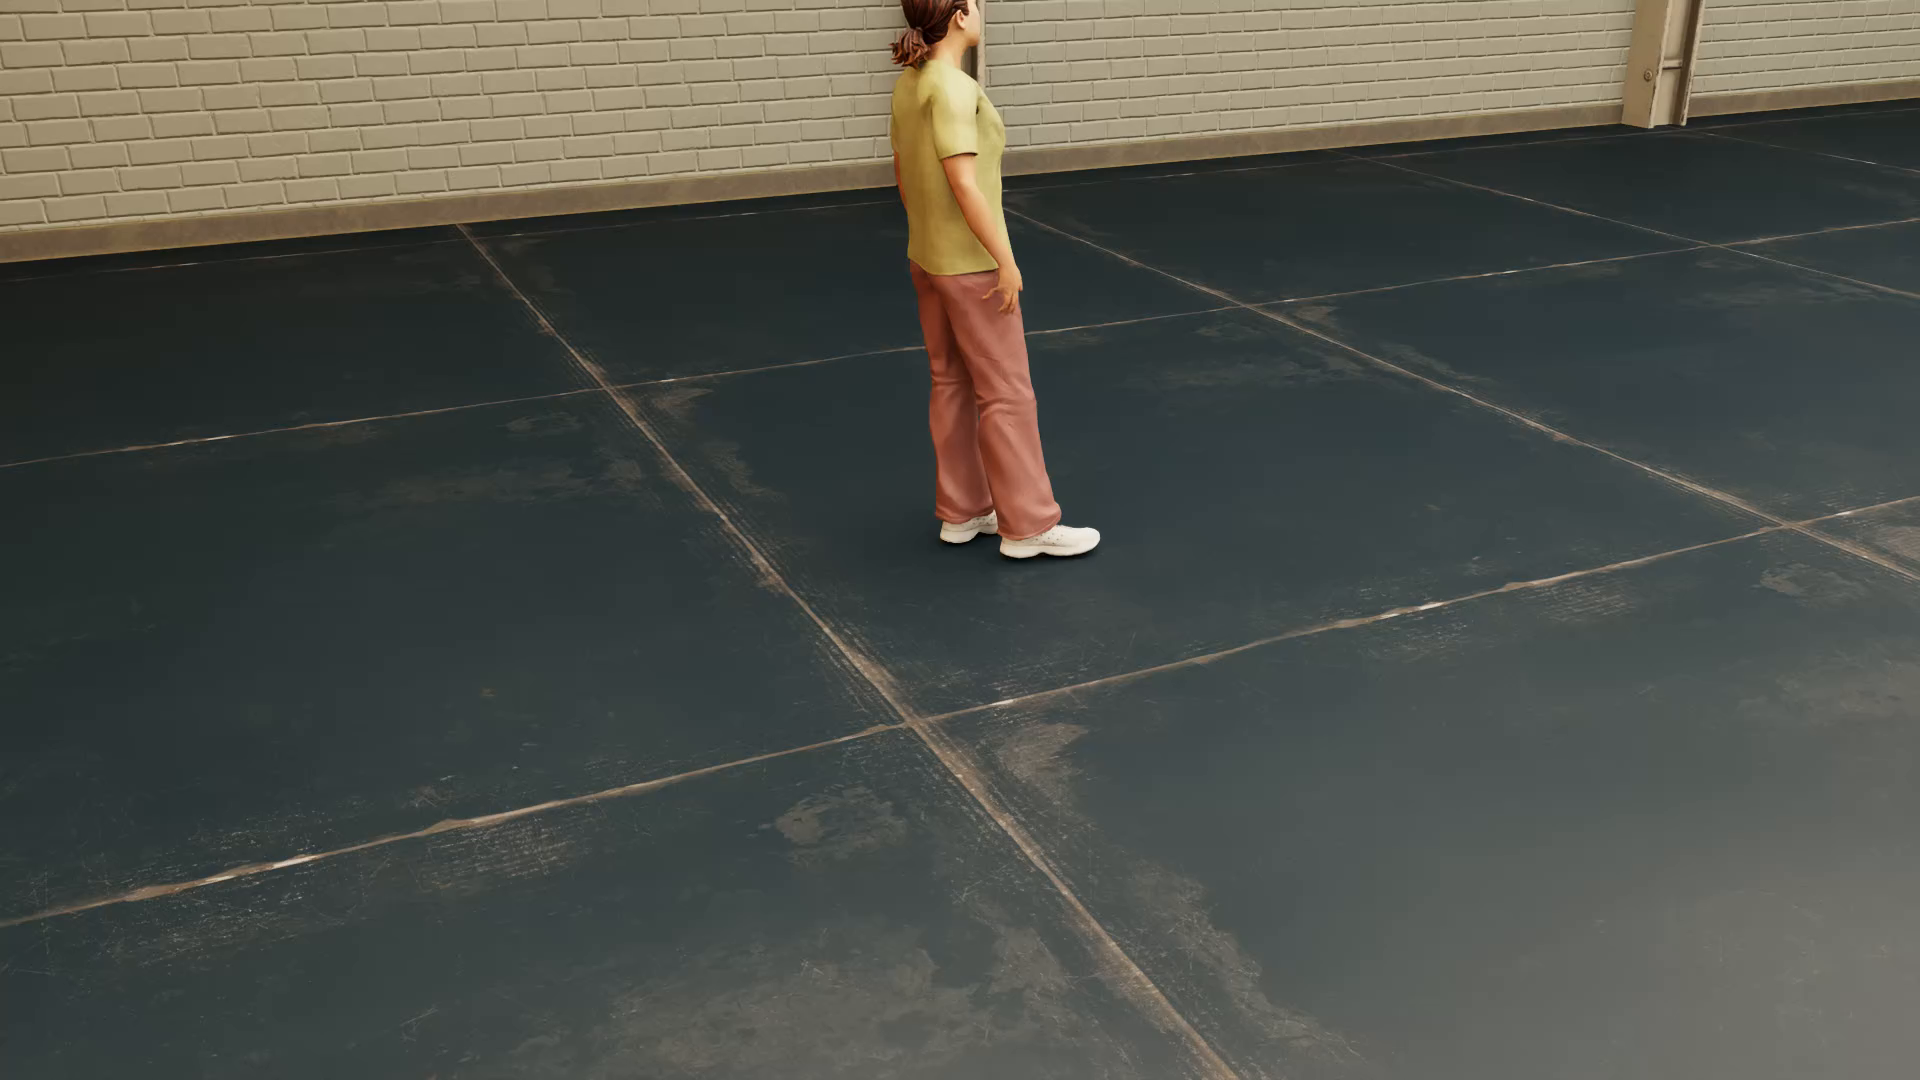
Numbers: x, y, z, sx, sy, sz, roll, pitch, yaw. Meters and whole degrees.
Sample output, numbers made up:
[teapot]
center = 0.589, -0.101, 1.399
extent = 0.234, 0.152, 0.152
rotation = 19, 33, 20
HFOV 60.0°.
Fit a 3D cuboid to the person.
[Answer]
[person]
center = 0.072, -0.789, 4.801
extent = 0.549, 1.675, 0.553
rotation = -10, 25, -23
